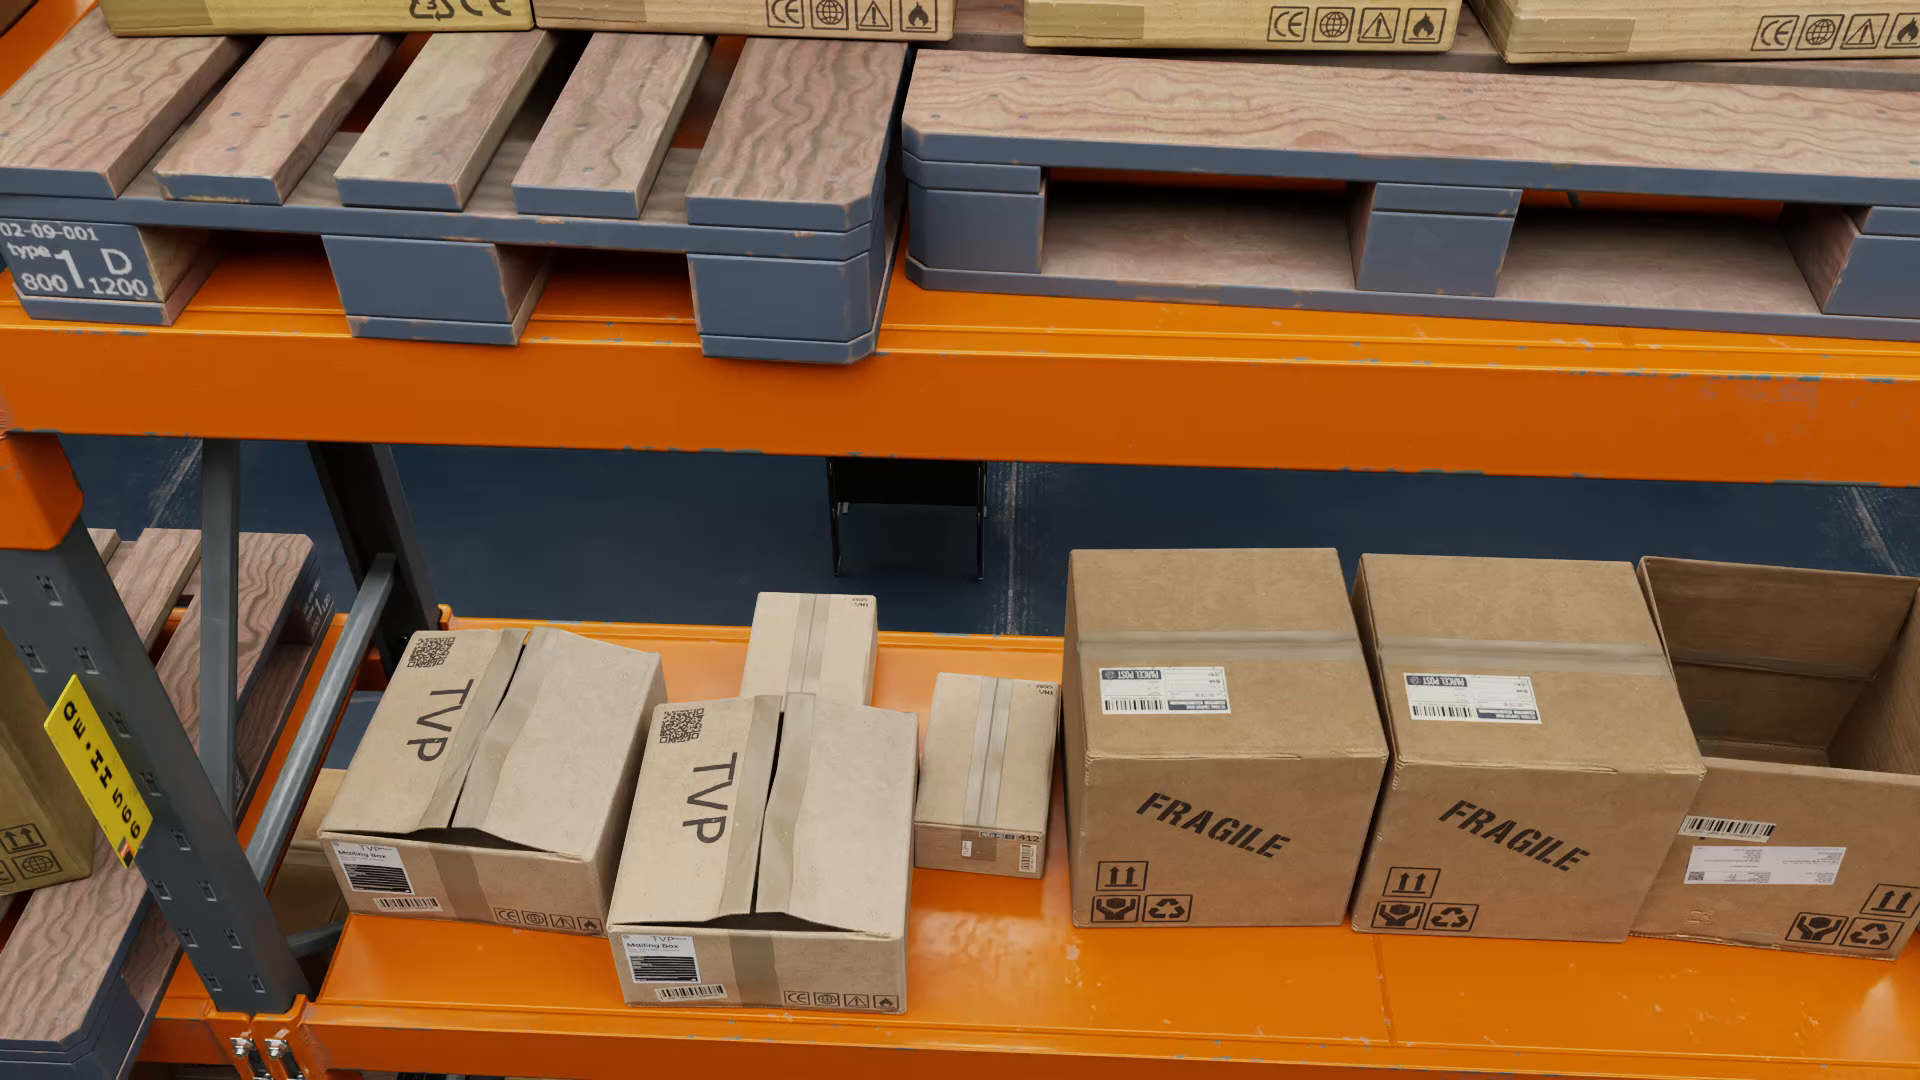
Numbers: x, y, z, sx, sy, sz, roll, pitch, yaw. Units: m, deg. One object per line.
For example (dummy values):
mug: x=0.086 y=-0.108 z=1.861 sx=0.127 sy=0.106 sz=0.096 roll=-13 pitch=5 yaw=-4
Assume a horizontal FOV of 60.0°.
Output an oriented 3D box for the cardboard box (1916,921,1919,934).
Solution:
cardboard box: x=1.888 y=0.631 z=2.970 sx=0.258 sy=0.266 sz=0.396 roll=1 pitch=43 yaw=1

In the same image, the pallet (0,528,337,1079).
pallet: x=-1.901 y=0.458 z=3.198 sx=1.003 sy=0.211 sz=1.213 roll=2 pitch=43 yaw=2

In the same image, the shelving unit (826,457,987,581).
shelving unit: x=-0.165 y=-0.773 z=5.040 sx=0.503 sy=2.100 sz=0.431 roll=2 pitch=43 yaw=2

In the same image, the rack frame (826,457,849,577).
rack frame: x=-0.409 y=-0.781 z=5.048 sx=0.015 sy=2.100 sz=0.400 roll=2 pitch=43 yaw=2

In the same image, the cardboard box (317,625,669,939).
cardboard box: x=-0.860 y=0.435 z=3.148 sx=0.500 sy=0.311 sz=0.500 roll=4 pitch=43 yaw=5

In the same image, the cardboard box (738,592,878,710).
cardboard box: x=-0.310 y=0.293 z=3.420 sx=0.250 sy=0.149 sz=0.380 roll=2 pitch=43 yaw=2

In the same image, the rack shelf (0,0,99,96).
rack shelf: x=-3.219 y=-0.535 z=2.450 sx=4.000 sy=0.370 sz=1.077 roll=2 pitch=43 yaw=2

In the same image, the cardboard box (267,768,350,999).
cardboard box: x=-1.663 y=0.906 z=4.088 sx=0.500 sy=0.500 sz=0.500 roll=3 pitch=43 yaw=4

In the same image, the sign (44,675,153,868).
sign: x=-1.236 y=0.336 z=2.397 sx=0.005 sy=0.325 sz=0.100 roll=2 pitch=43 yaw=2

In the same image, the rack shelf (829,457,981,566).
rack shelf: x=-0.165 y=-0.251 z=5.526 sx=0.480 sy=0.518 sz=0.431 roll=2 pitch=43 yaw=2

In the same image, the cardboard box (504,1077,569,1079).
cardboard box: x=-0.711 y=1.224 z=3.533 sx=0.500 sy=0.311 sz=0.500 roll=3 pitch=43 yaw=3

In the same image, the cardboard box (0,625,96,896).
cardboard box: x=-1.855 y=0.228 z=2.923 sx=0.500 sy=0.500 sz=0.700 roll=-12 pitch=44 yaw=-12

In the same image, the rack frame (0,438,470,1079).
rack frame: x=-1.221 y=0.361 z=3.162 sx=0.127 sy=3.000 sz=1.000 roll=2 pitch=43 yaw=2

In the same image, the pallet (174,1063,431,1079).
pallet: x=-1.965 y=1.333 z=4.164 sx=1.213 sy=0.211 sz=1.003 roll=2 pitch=43 yaw=2

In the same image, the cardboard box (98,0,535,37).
cardboard box: x=-0.765 y=-0.860 z=2.073 sx=0.500 sy=0.250 sz=0.500 roll=-1 pitch=43 yaw=-1

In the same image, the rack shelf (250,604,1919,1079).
rack shelf: x=0.777 y=0.686 z=3.341 sx=4.000 sy=0.370 sz=1.077 roll=2 pitch=43 yaw=2

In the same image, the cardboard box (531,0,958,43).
cardboard box: x=-0.241 y=-0.856 z=2.069 sx=0.500 sy=0.250 sz=0.500 roll=3 pitch=43 yaw=3

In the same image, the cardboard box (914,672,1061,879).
cardboard box: x=0.055 y=0.454 z=3.246 sx=0.250 sy=0.149 sz=0.380 roll=5 pitch=43 yaw=5

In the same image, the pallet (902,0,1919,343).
pallet: x=0.578 y=-0.675 z=2.212 sx=1.213 sy=0.211 sz=1.003 roll=4 pitch=43 yaw=4

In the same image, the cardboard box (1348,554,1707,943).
cardboard box: x=0.982 y=0.381 z=3.067 sx=0.500 sy=0.500 sz=0.500 roll=2 pitch=43 yaw=2

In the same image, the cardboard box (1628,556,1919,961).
cardboard box: x=1.482 y=0.397 z=3.050 sx=0.500 sy=0.500 sz=0.500 roll=5 pitch=43 yaw=5

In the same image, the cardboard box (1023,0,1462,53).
cardboard box: x=0.330 y=-0.831 z=2.042 sx=0.500 sy=0.250 sz=0.500 roll=1 pitch=43 yaw=1

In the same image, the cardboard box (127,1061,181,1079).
cardboard box: x=-2.166 y=1.246 z=3.723 sx=0.500 sy=0.500 sz=0.500 roll=3 pitch=43 yaw=4

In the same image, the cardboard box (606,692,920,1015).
cardboard box: x=-0.336 y=0.553 z=3.021 sx=0.500 sy=0.311 sz=0.500 roll=1 pitch=43 yaw=1

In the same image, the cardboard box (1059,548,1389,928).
cardboard box: x=0.456 y=0.365 z=3.084 sx=0.500 sy=0.500 sz=0.500 roll=0 pitch=43 yaw=0

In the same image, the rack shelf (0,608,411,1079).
rack shelf: x=-3.219 y=0.563 z=3.473 sx=4.000 sy=0.370 sz=1.077 roll=2 pitch=43 yaw=2

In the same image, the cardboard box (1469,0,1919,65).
cardboard box: x=0.868 y=-0.813 z=2.023 sx=0.500 sy=0.250 sz=0.500 roll=-2 pitch=43 yaw=-2

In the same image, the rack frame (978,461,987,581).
rack frame: x=0.078 y=-0.766 z=5.032 sx=0.015 sy=2.100 sz=0.400 roll=2 pitch=43 yaw=2

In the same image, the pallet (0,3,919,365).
pallet: x=-0.539 y=-0.707 z=2.247 sx=1.003 sy=0.211 sz=1.213 roll=4 pitch=43 yaw=4

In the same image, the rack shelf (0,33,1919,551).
rack shelf: x=0.777 y=-0.412 z=2.319 sx=4.000 sy=0.370 sz=1.077 roll=2 pitch=43 yaw=2
